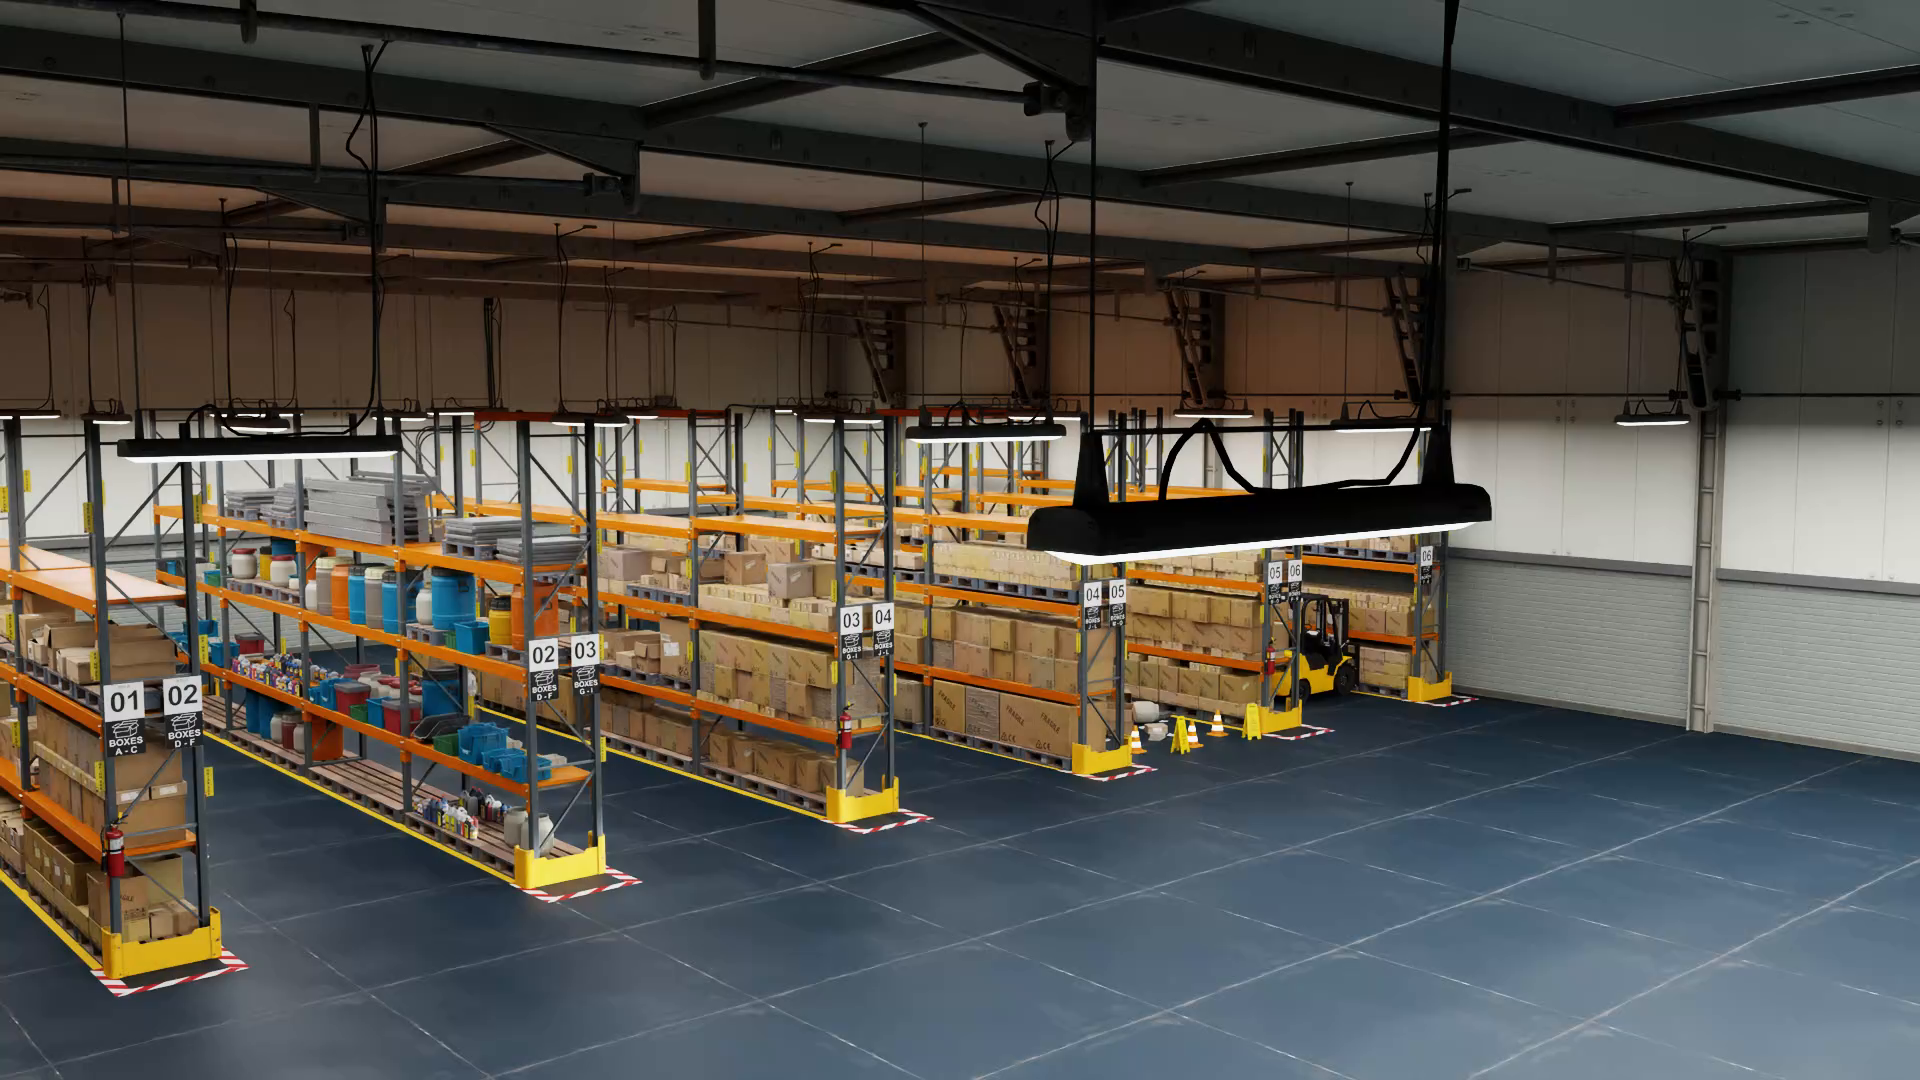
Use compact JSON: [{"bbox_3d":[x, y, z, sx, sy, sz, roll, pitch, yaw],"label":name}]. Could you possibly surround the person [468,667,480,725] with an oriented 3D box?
[{"bbox_3d":[-8.862,2.882,29.975,0.614,1.661,0.689,0,5,-3],"label":"person"}]
